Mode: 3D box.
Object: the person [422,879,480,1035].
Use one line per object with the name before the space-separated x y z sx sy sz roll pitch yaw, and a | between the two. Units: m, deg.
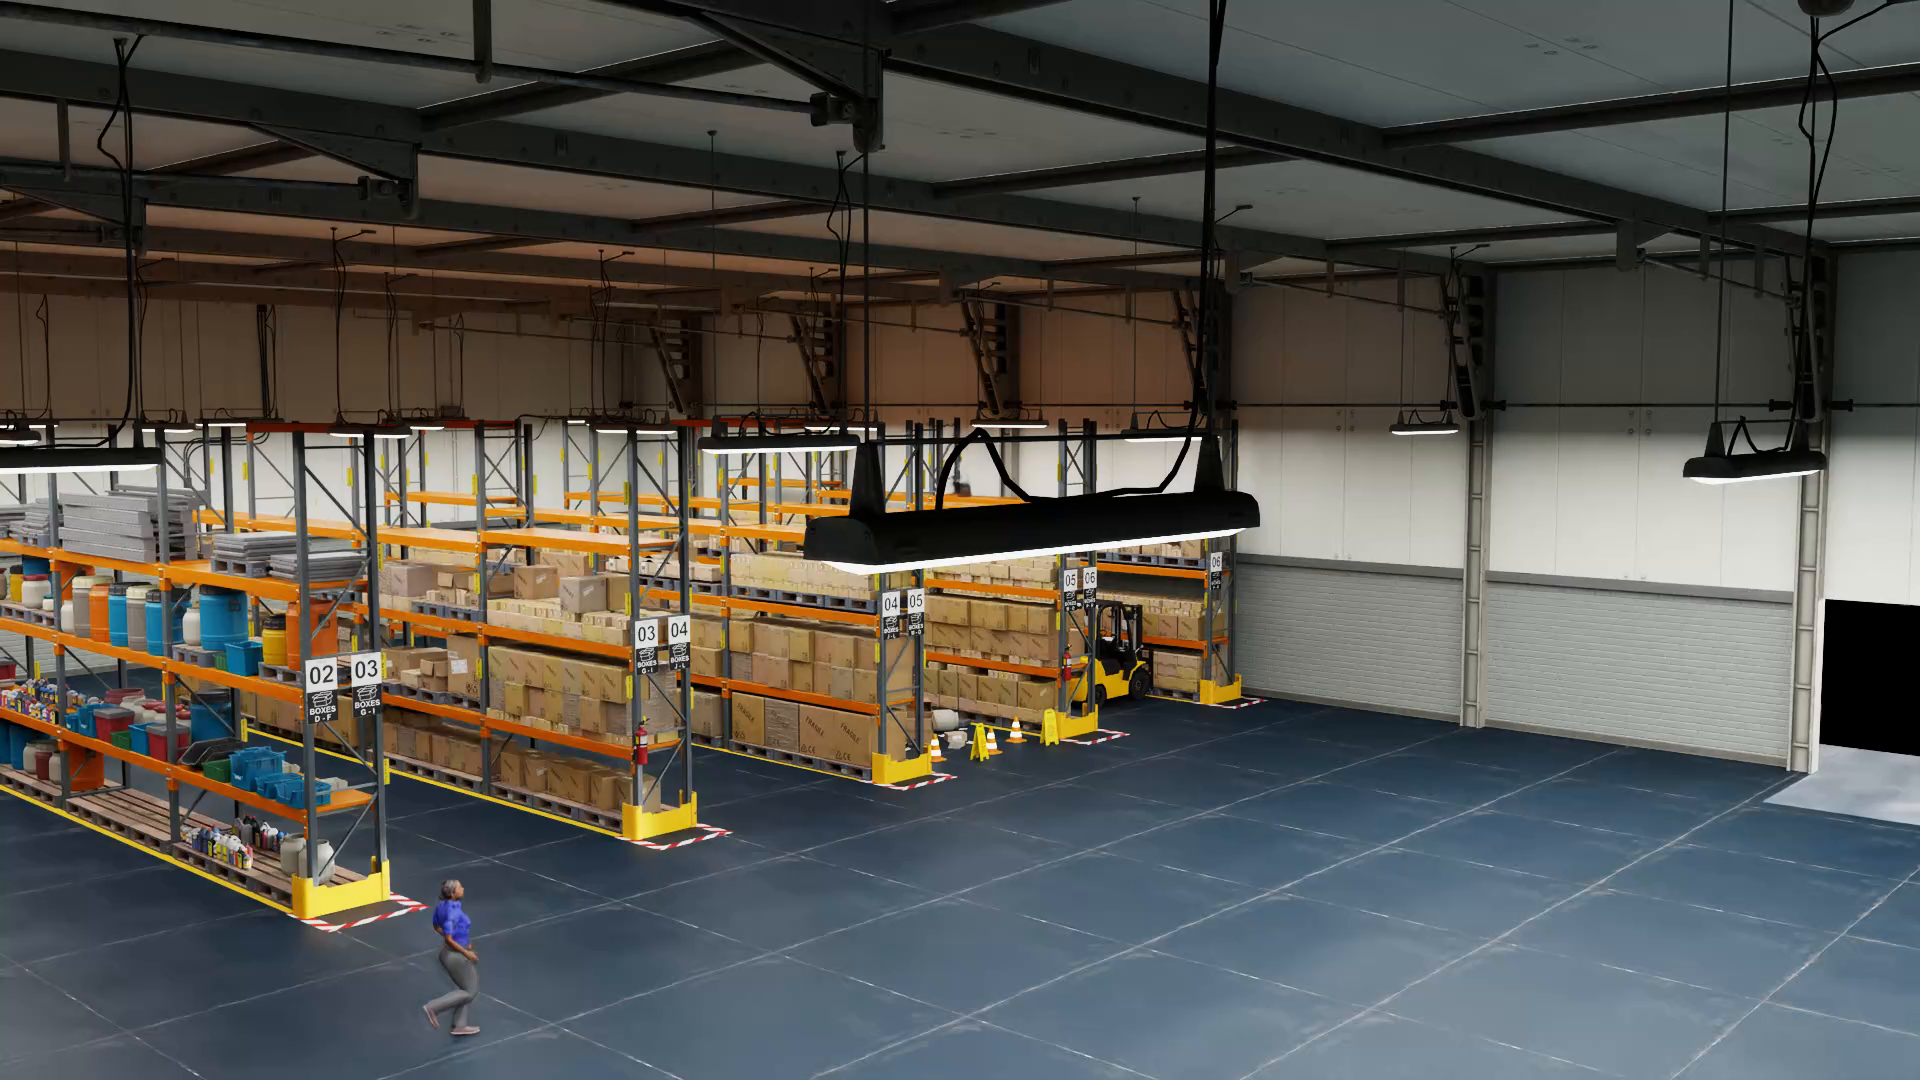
person | -5.102 4.178 16.599 0.580 1.616 0.581 -3 5 -31
